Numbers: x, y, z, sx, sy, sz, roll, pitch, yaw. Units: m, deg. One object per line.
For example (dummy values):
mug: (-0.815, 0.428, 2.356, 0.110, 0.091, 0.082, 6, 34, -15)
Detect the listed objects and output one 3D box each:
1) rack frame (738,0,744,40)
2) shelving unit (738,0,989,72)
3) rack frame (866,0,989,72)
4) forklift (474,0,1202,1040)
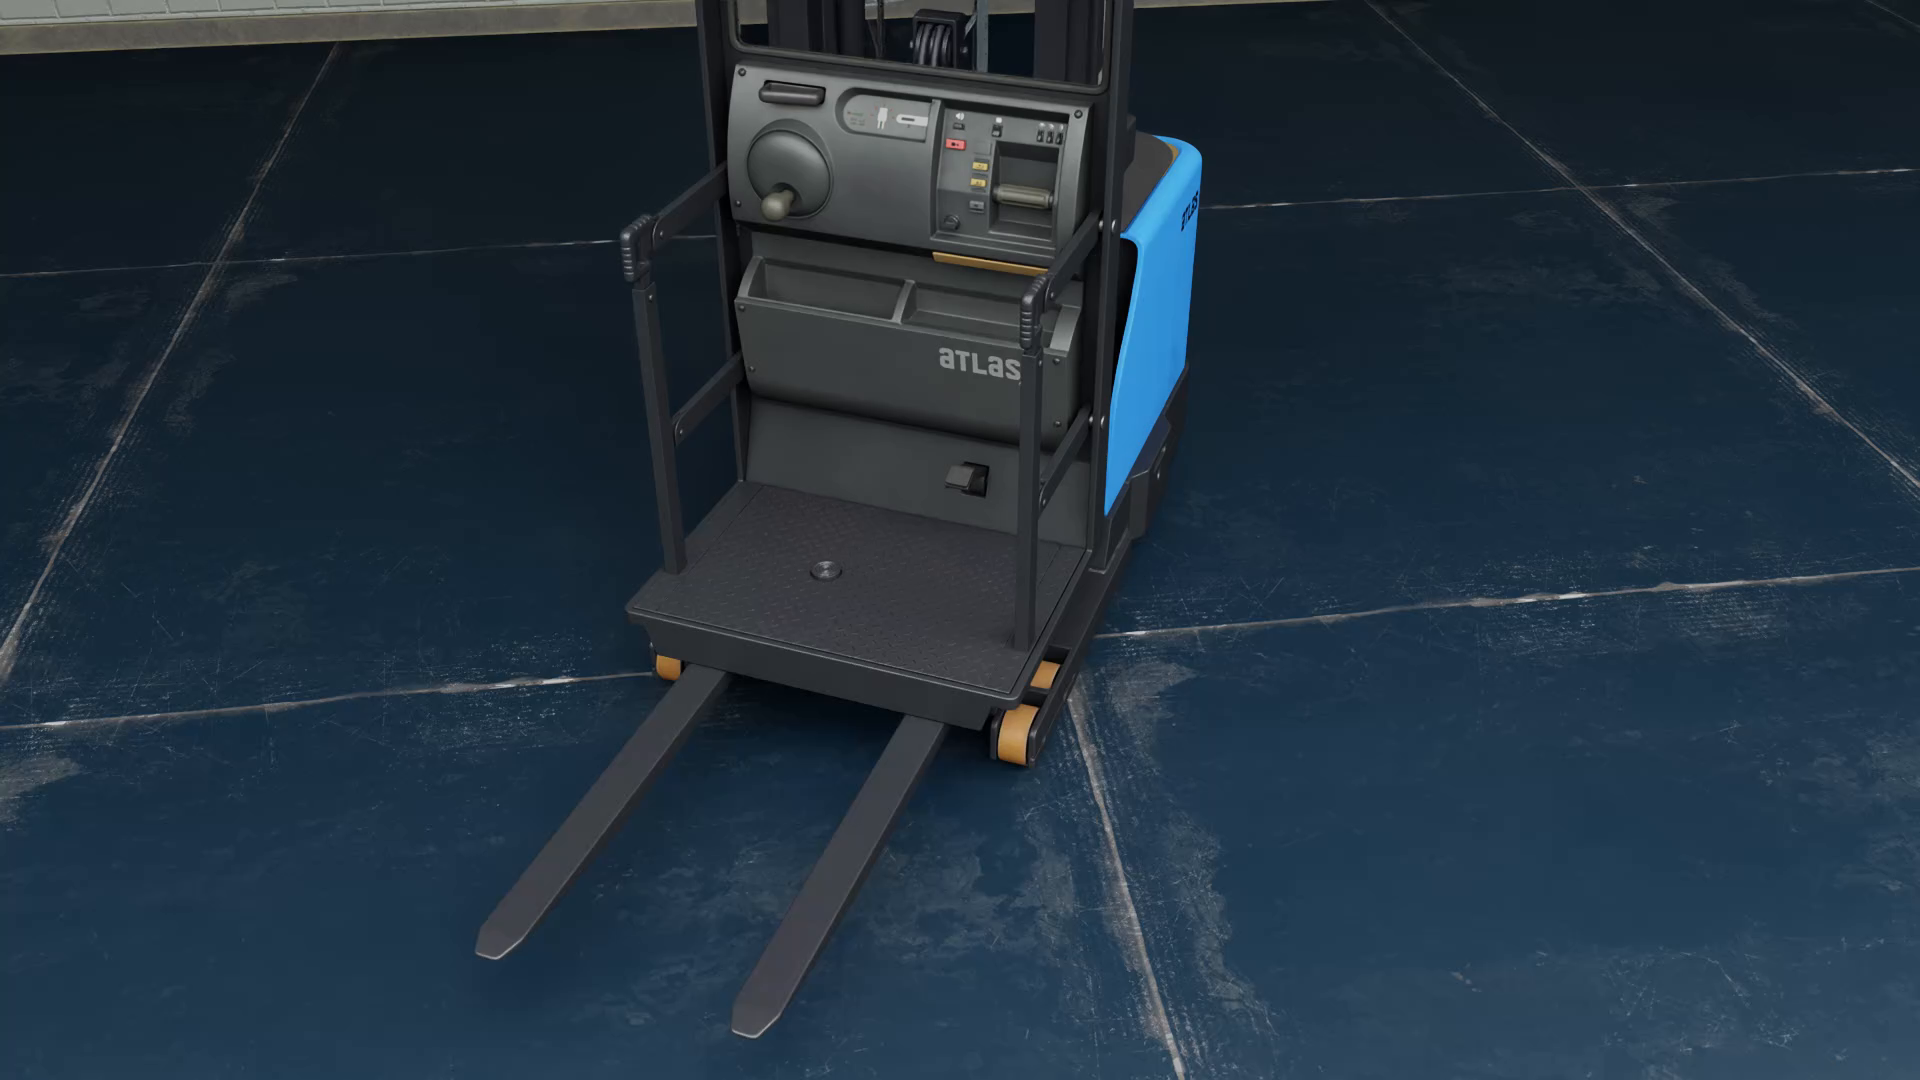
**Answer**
rack frame: (-0.632, -1.718, 6.440, 0.500, 1.500, 0.032, -18, 38, -24)
shelving unit: (-0.376, -1.465, 6.068, 0.587, 1.500, 1.083, -18, 38, -24)
rack frame: (-0.130, -1.221, 5.709, 0.500, 1.500, 0.032, -18, 38, -24)
forklift: (-0.212, -0.881, 3.940, 1.130, 2.935, 3.031, 12, 36, 16)
